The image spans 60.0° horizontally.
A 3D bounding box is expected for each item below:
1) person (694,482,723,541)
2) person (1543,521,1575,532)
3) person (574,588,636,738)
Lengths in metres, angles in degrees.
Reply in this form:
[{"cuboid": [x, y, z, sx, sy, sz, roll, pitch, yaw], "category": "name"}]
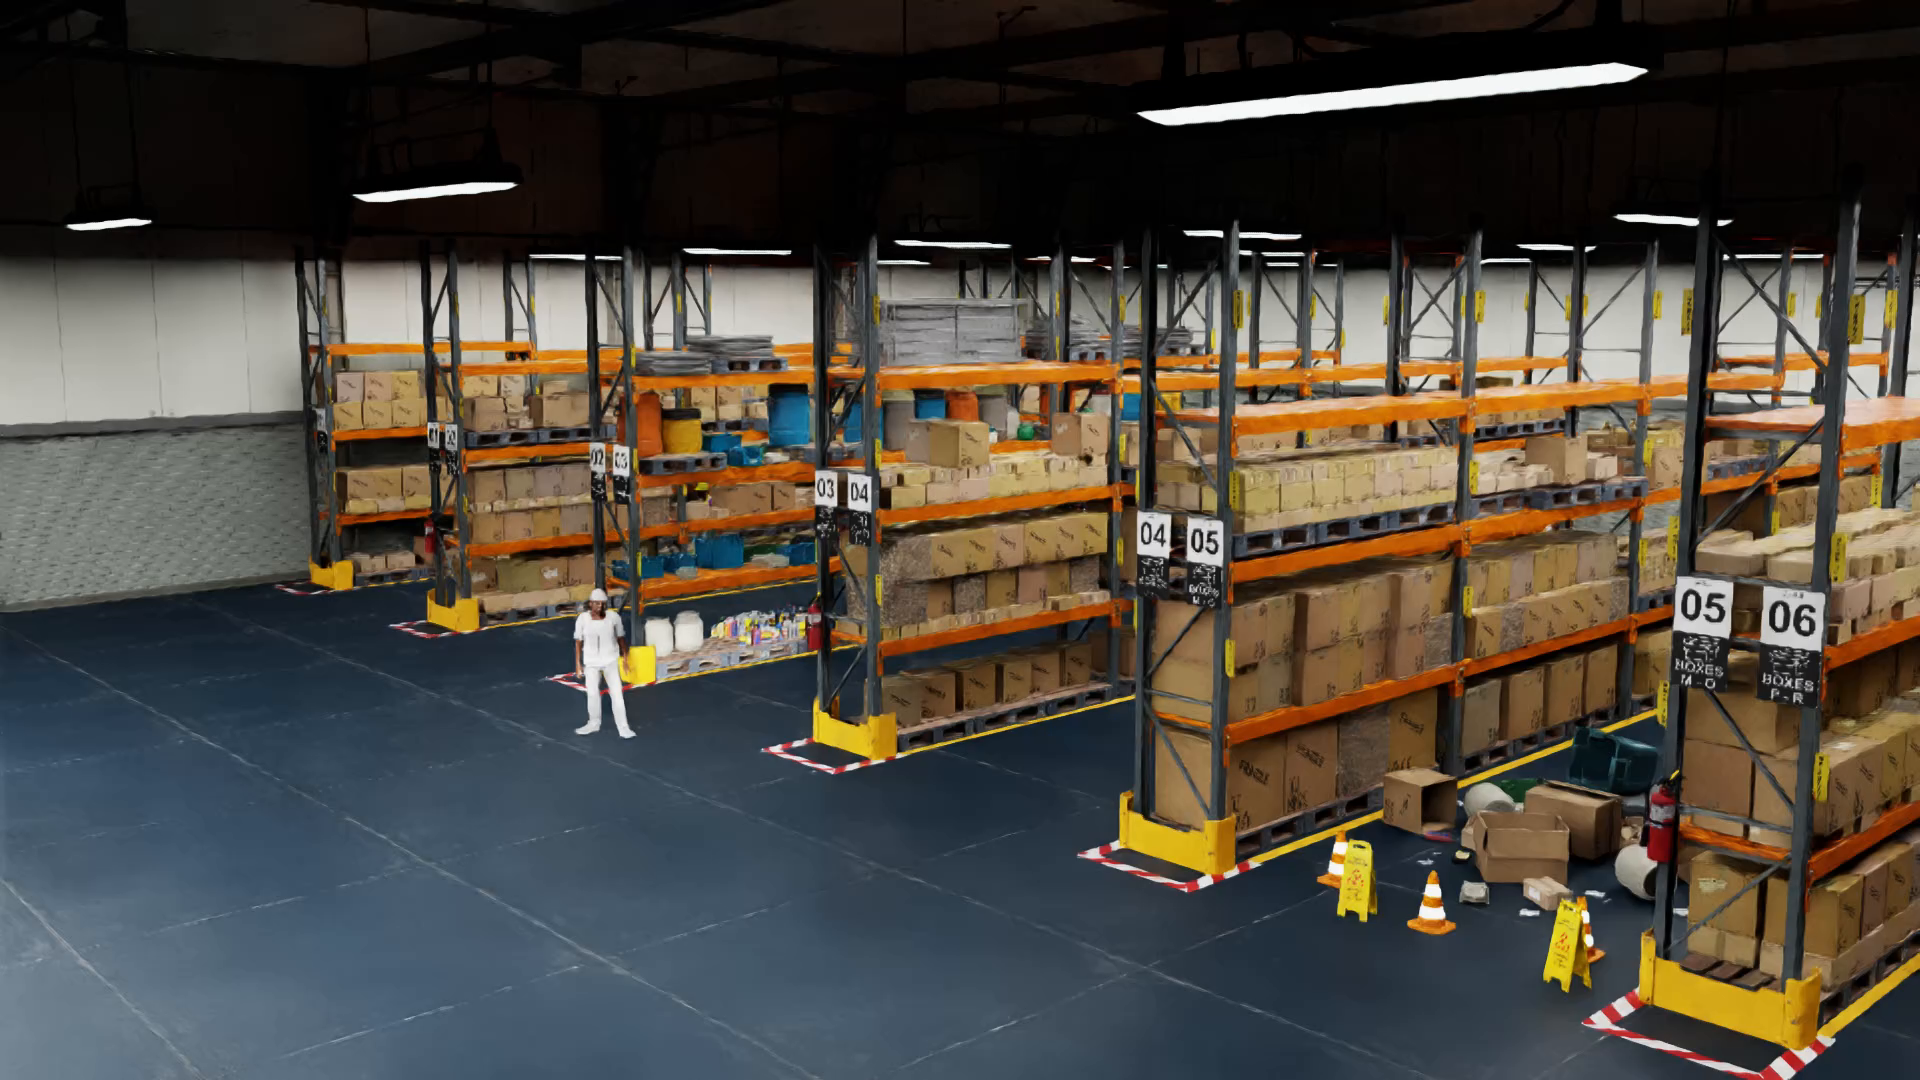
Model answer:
[{"cuboid": [-4.794, -0.260, 31.267, 1.114, 1.691, 0.577, -7, 11, -40], "category": "person"}, {"cuboid": [9.701, 0.367, 26.985, 0.549, 1.735, 0.702, -8, 12, -44], "category": "person"}, {"cuboid": [-4.178, 1.433, 19.515, 0.731, 1.759, 0.533, -1, 8, -6], "category": "person"}]
